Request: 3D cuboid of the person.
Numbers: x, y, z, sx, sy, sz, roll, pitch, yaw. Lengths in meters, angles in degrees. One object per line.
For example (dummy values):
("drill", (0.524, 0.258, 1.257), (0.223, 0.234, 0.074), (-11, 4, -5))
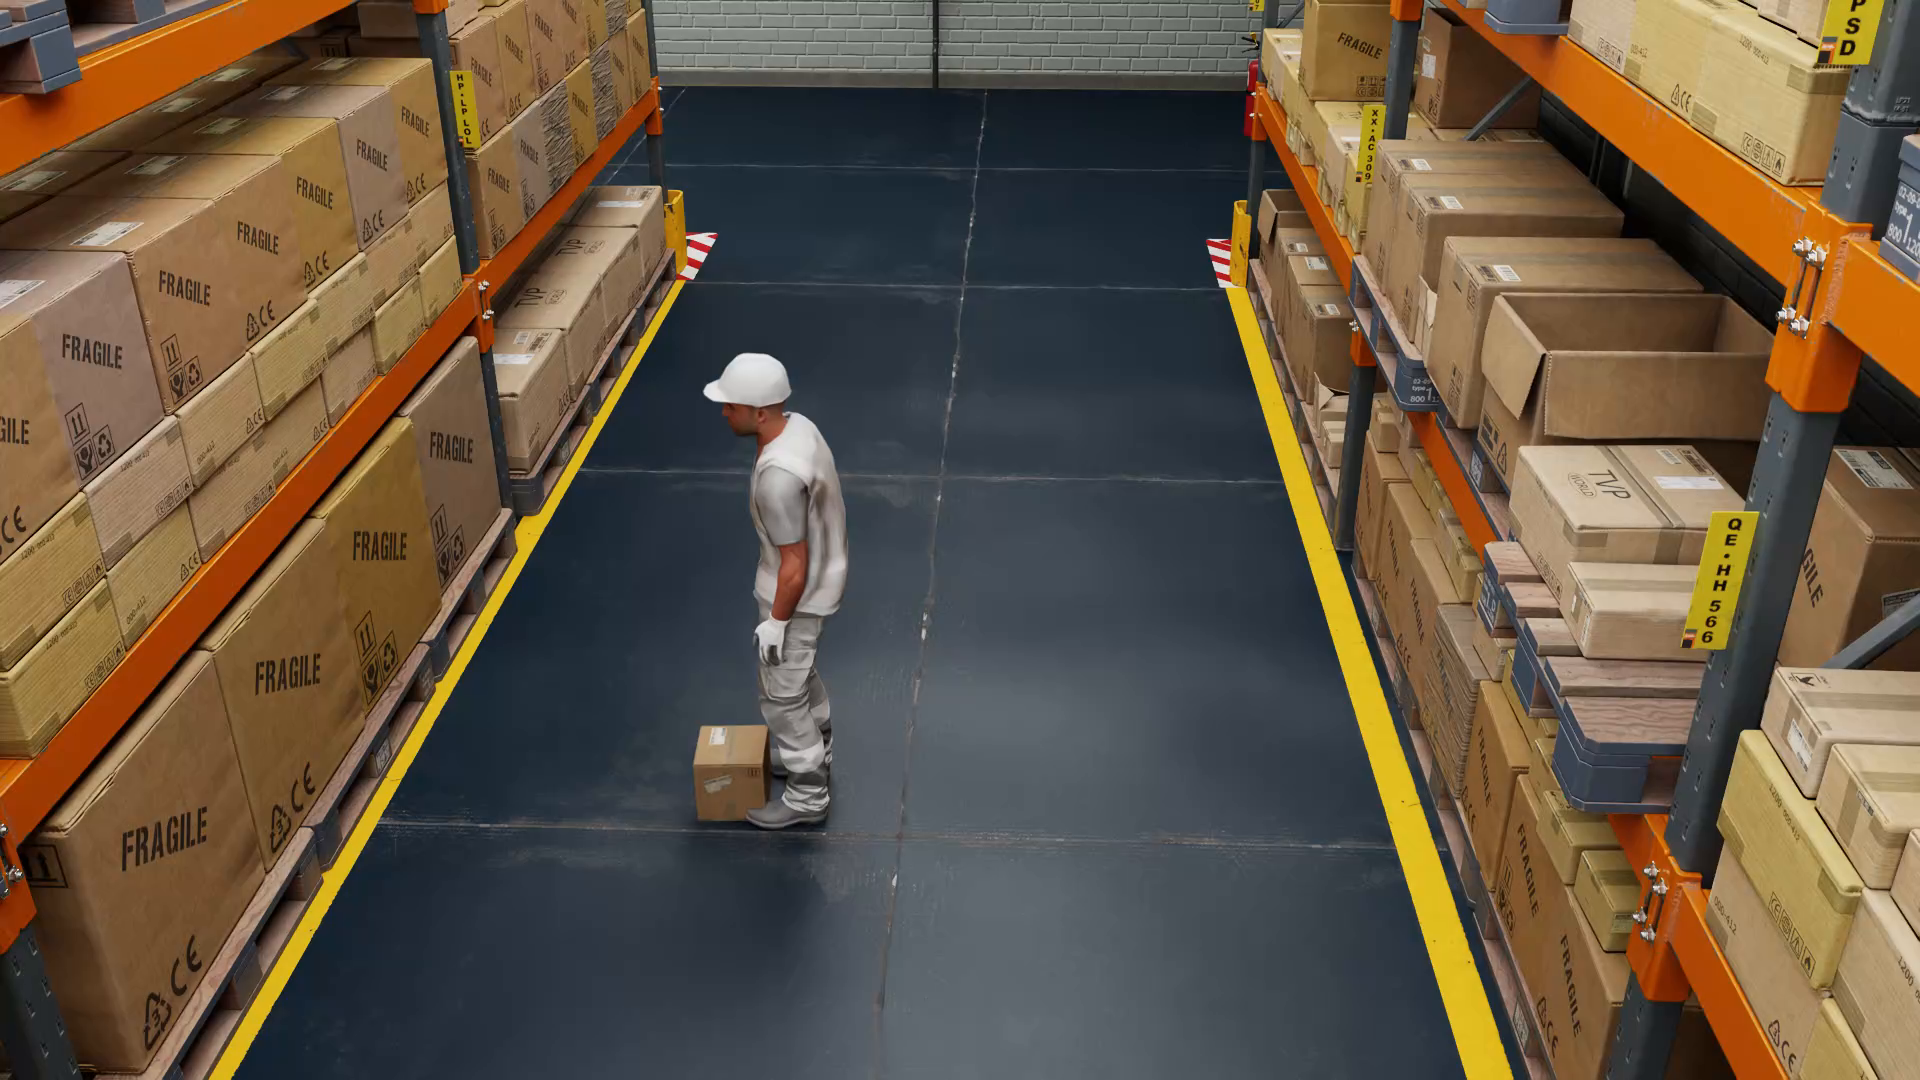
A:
("person", (-0.606, 0.182, 5.759), (0.447, 1.778, 0.592), (0, 28, 0))
